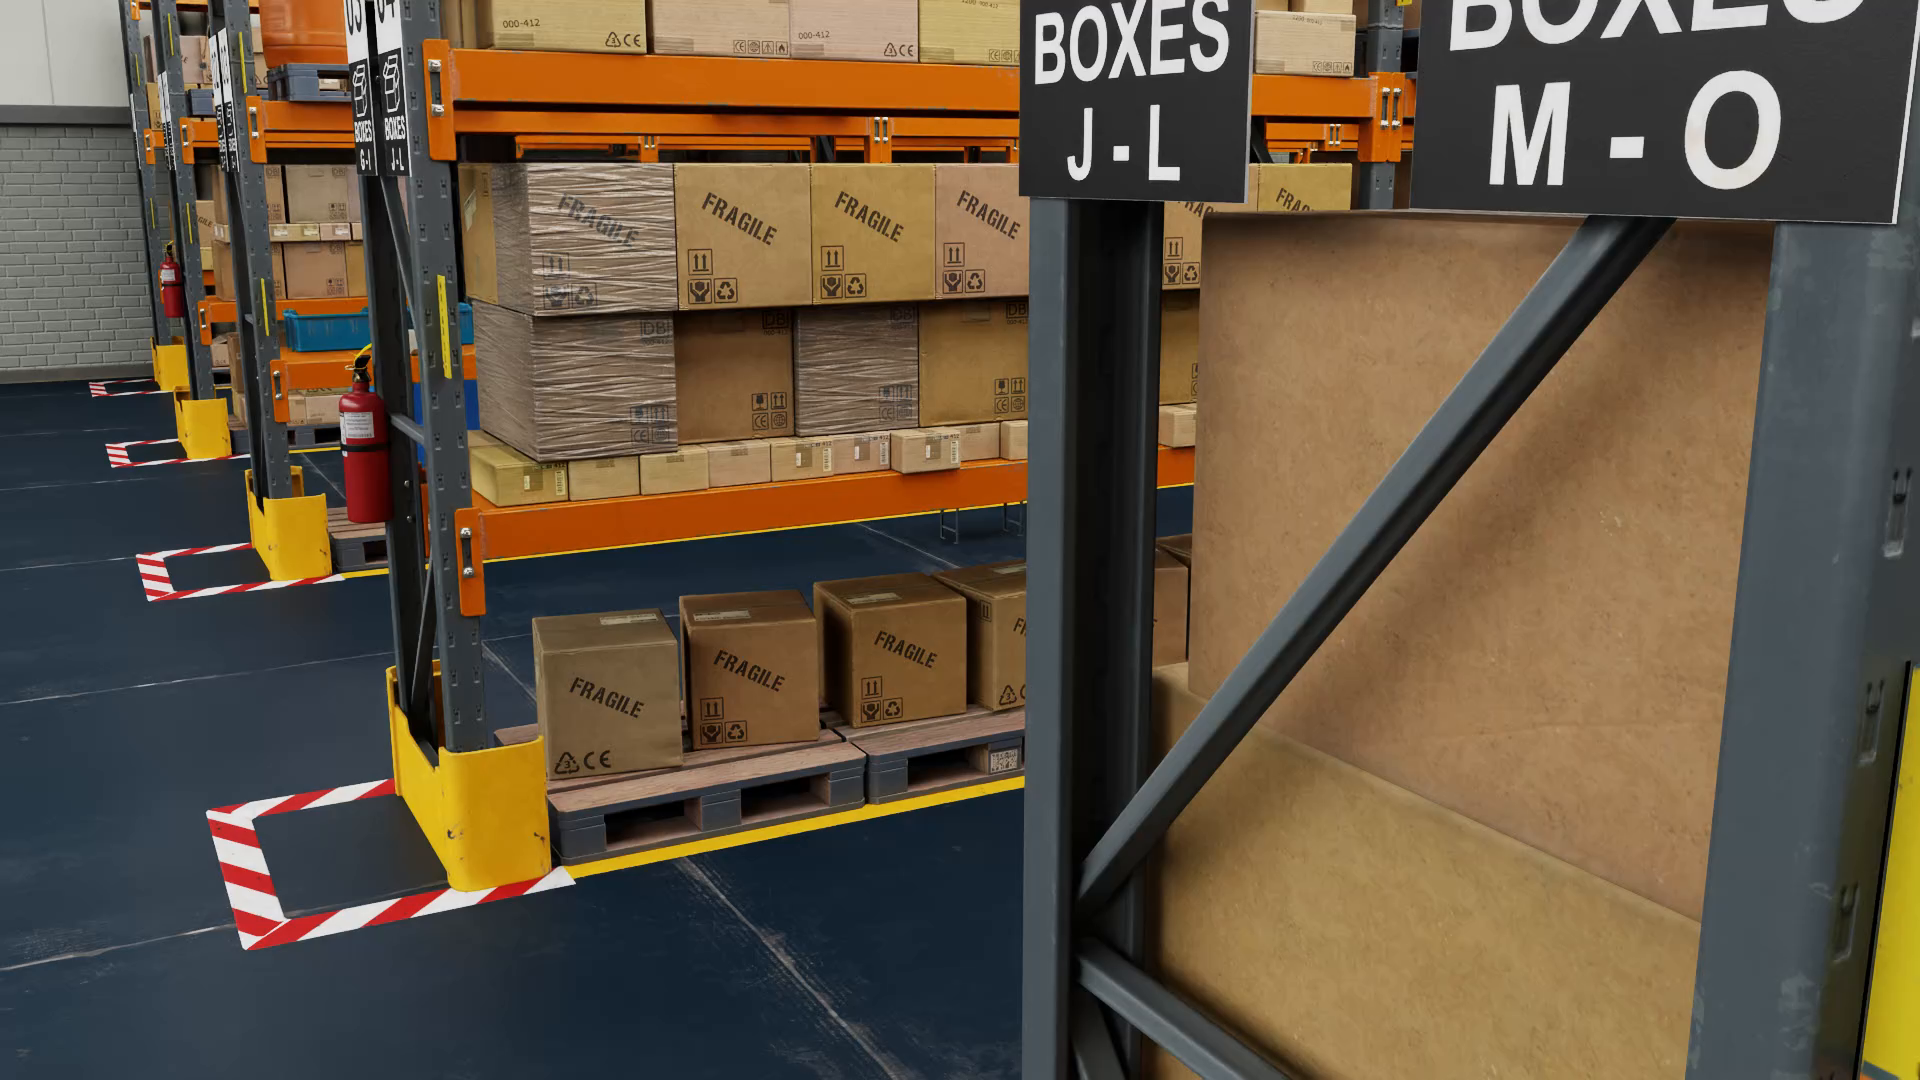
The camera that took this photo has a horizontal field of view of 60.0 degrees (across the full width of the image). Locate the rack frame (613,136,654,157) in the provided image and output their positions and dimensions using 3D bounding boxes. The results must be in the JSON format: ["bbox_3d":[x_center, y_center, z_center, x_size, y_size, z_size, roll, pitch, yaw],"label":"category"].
[{"bbox_3d":[-3.154,-2.699,16.271,0.127,3.000,1.000,-7,14,-28],"label":"rack frame"}]

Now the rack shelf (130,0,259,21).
[{"bbox_3d":[-7.287,-6.017,18.997,4.000,0.370,1.077,-7,14,-28],"label":"rack shelf"}]

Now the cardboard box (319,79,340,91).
[{"bbox_3d":[-5.548,-3.982,14.437,0.250,0.149,0.380,-7,14,-28],"label":"cardboard box"}]

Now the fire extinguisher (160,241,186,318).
[{"bbox_3d":[-6.992,-2.318,14.752,0.183,0.674,0.296,-7,14,-28],"label":"fire extinguisher"}]

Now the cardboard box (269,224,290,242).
[{"bbox_3d":[-5.987,-2.672,14.444,0.250,0.149,0.380,-7,15,-29],"label":"cardboard box"}]

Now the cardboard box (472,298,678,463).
[{"bbox_3d":[-1.426,-0.615,6.106,0.500,0.500,0.875,-7,14,-28],"label":"cardboard box"}]

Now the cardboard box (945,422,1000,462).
[{"bbox_3d":[-0.039,-0.421,6.722,0.250,0.149,0.380,-7,14,-28],"label":"cardboard box"}]

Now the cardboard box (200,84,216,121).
[{"bbox_3d":[-8.140,-4.791,18.462,0.500,0.500,0.500,-6,14,-24],"label":"cardboard box"}]

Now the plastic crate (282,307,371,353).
[{"bbox_3d":[-3.999,-1.361,10.664,0.616,0.251,0.499,-7,14,-28],"label":"plastic crate"}]

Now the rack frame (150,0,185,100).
[{"bbox_3d":[-6.665,-5.205,13.742,0.127,3.000,1.000,-7,14,-28],"label":"rack frame"}]

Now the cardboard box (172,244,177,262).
[{"bbox_3d":[-8.725,-3.256,19.040,0.500,0.250,0.500,-7,14,-27],"label":"cardboard box"}]

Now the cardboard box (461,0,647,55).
[{"bbox_3d":[-1.375,-1.760,5.607,0.500,0.250,0.500,-6,14,-26],"label":"cardboard box"}]

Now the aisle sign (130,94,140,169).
[{"bbox_3d":[-8.962,-4.436,18.065,0.004,0.787,0.394,-7,14,-28],"label":"aisle sign"}]

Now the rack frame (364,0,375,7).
[{"bbox_3d":[-1.922,-3.296,5.258,0.127,3.000,1.000,-7,14,-28],"label":"rack frame"}]

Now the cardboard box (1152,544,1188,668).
[{"bbox_3d":[0.720,0.321,7.588,0.500,0.500,0.500,-2,13,-10],"label":"cardboard box"}]

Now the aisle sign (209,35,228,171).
[{"bbox_3d":[-4.501,-2.641,10.093,0.004,0.787,0.394,-7,14,-28],"label":"aisle sign"}]

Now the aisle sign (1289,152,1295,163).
[{"bbox_3d":[5.209,-6.134,25.612,0.004,0.787,0.394,-7,14,-28],"label":"aisle sign"}]

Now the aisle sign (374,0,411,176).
[{"bbox_3d":[-1.833,-1.573,5.345,0.004,0.787,0.394,-7,14,-28],"label":"aisle sign"}]

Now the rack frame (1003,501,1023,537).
[{"bbox_3d":[0.359,-0.628,11.169,0.015,1.200,0.240,-7,14,-28],"label":"rack frame"}]

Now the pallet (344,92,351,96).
[{"bbox_3d":[-4.960,-3.897,14.964,1.213,0.211,1.003,-7,14,-28],"label":"pallet"}]

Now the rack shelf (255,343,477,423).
[{"bbox_3d":[-2.540,-1.183,11.172,4.000,0.370,1.077,-7,14,-28],"label":"rack shelf"}]

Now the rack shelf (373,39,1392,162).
[{"bbox_3d":[-0.167,-1.692,6.601,4.000,0.370,1.077,-7,14,-28],"label":"rack shelf"}]

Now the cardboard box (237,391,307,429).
[{"bbox_3d":[-6.088,-1.155,14.717,0.500,0.250,0.500,-7,14,-28],"label":"cardboard box"}]

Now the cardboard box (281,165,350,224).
[{"bbox_3d":[-5.744,-3.069,14.730,0.500,0.500,0.700,-7,15,-29],"label":"cardboard box"}]

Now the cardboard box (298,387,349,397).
[{"bbox_3d":[-5.650,-1.574,14.870,0.500,0.500,0.500,-7,14,-28],"label":"cardboard box"}]

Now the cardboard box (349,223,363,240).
[{"bbox_3d":[-5.312,-2.752,14.802,0.250,0.149,0.380,-7,15,-30],"label":"cardboard box"}]

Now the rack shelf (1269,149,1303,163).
[{"bbox_3d":[3.246,-5.818,24.935,4.000,0.370,1.077,-7,14,-28],"label":"rack shelf"}]

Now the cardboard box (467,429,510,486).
[{"bbox_3d":[-1.771,-0.316,6.254,0.250,0.149,0.380,-7,14,-28],"label":"cardboard box"}]

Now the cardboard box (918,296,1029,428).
[{"bbox_3d":[-0.141,-0.786,6.863,0.500,0.500,0.875,-7,14,-28],"label":"cardboard box"}]

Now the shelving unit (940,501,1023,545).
[{"bbox_3d":[0.145,-0.603,11.055,0.503,1.200,0.258,-7,14,-28],"label":"shelving unit"}]

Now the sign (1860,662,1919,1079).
[{"bbox_3d":[0.627,0.244,1.040,0.005,0.325,0.100,-7,14,-28],"label":"sign"}]

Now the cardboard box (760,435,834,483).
[{"bbox_3d":[-0.670,-0.332,6.323,0.250,0.149,0.380,-7,14,-28],"label":"cardboard box"}]

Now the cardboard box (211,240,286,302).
[{"bbox_3d":[-6.249,-2.374,14.597,0.500,0.500,0.700,-7,14,-28],"label":"cardboard box"}]

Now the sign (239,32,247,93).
[{"bbox_3d":[-4.035,-2.685,9.354,0.005,0.325,0.100,-7,14,-28],"label":"sign"}]

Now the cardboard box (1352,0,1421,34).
[{"bbox_3d":[2.049,-2.539,7.534,0.637,0.503,0.797,-8,15,-31],"label":"cardboard box"}]

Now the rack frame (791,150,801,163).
[{"bbox_3d":[-2.020,-4.074,22.381,0.127,3.000,1.000,-7,14,-28],"label":"rack frame"}]

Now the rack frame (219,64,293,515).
[{"bbox_3d":[-4.295,-1.323,10.158,0.127,3.000,1.000,-7,14,-28],"label":"rack frame"}]

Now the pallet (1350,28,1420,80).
[{"bbox_3d":[2.182,-2.206,7.675,1.003,0.211,1.213,-7,14,-28],"label":"pallet"}]

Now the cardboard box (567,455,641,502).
[{"bbox_3d":[-1.329,-0.253,5.974,0.250,0.149,0.380,-7,14,-28],"label":"cardboard box"}]

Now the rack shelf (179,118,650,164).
[{"bbox_3d":[-4.910,-3.601,15.086,4.000,0.370,1.077,-7,14,-28],"label":"rack shelf"}]

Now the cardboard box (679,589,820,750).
[{"bbox_3d":[-0.858,0.514,6.731,0.500,0.500,0.500,-3,13,-13],"label":"cardboard box"}]

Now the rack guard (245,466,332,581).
[{"bbox_3d":[-4.251,-0.121,10.508,0.348,0.500,1.175,-7,14,-28],"label":"rack guard"}]

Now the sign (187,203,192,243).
[{"bbox_3d":[-6.405,-2.632,13.819,0.005,0.325,0.100,-7,14,-28],"label":"sign"}]

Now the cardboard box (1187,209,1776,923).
[{"bbox_3d":[0.710,-0.034,1.627,0.550,0.550,0.875,-7,14,-28],"label":"cardboard box"}]

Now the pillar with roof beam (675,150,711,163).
[{"bbox_3d":[-1.513,-6.201,18.169,0.400,9.000,9.100,-7,14,-28],"label":"pillar with roof beam"}]

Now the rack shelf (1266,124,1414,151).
[{"bbox_3d":[4.482,-3.488,14.582,4.000,0.370,1.077,-7,14,-28],"label":"rack shelf"}]

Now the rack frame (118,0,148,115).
[{"bbox_3d":[-9.042,-6.159,17.983,0.127,3.000,1.000,-7,14,-28],"label":"rack frame"}]

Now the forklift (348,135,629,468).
[{"bbox_3d":[-3.067,-1.850,12.652,3.031,2.935,1.130,-6,14,-26],"label":"forklift"}]

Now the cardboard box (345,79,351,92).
[{"bbox_3d":[-5.293,-4.202,15.044,0.500,0.311,0.500,-5,14,-21],"label":"cardboard box"}]

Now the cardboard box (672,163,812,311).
[{"bbox_3d":[-0.866,-1.107,6.014,0.500,0.500,0.500,-7,14,-28],"label":"cardboard box"}]

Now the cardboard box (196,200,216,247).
[{"bbox_3d":[-8.479,-3.527,18.539,0.500,0.500,0.500,-7,14,-28],"label":"cardboard box"}]

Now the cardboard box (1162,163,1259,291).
[{"bbox_3d":[0.888,-1.318,6.952,0.500,0.500,0.500,-7,14,-28],"label":"cardboard box"}]

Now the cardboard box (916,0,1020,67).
[{"bbox_3d":[-0.034,-1.923,6.330,0.500,0.250,0.500,-6,14,-26],"label":"cardboard box"}]

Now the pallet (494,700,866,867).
[{"bbox_3d":[-1.125,0.905,6.608,1.213,0.211,1.003,-7,14,-28],"label":"pallet"}]
